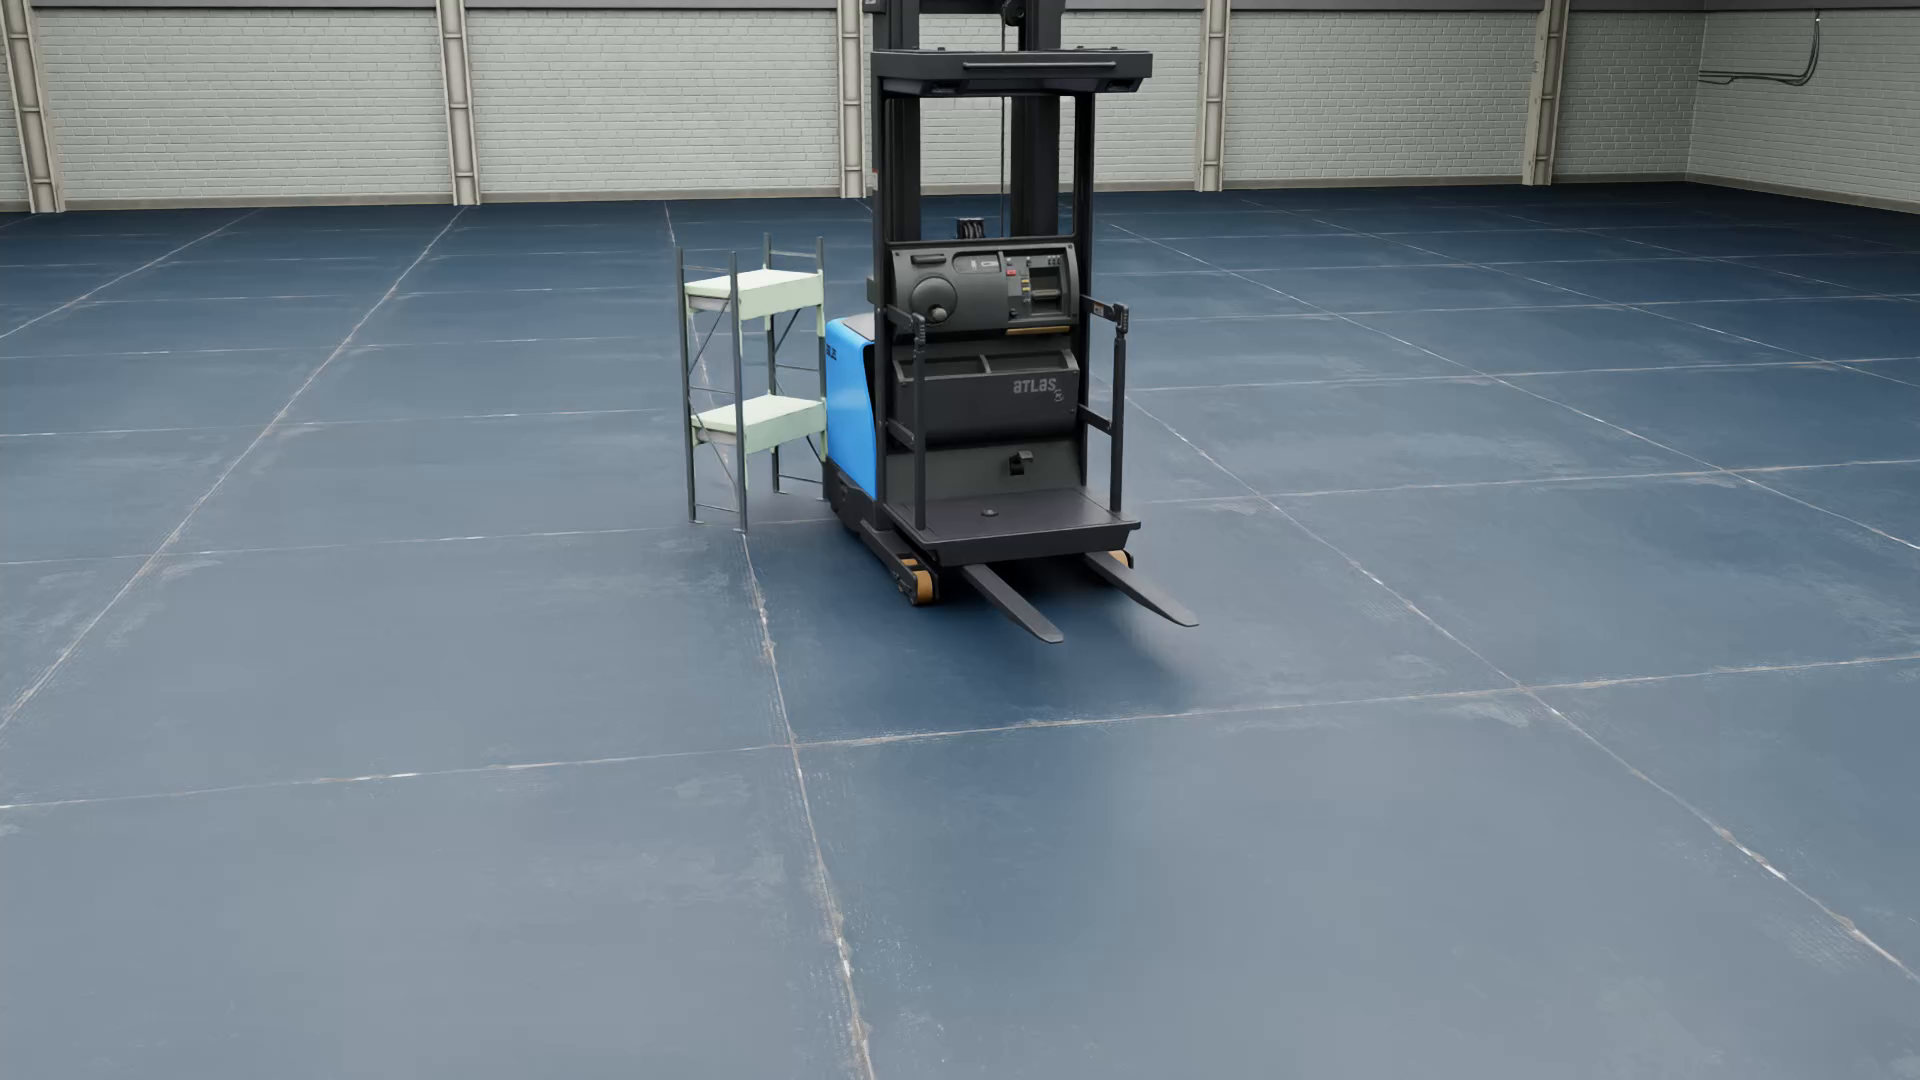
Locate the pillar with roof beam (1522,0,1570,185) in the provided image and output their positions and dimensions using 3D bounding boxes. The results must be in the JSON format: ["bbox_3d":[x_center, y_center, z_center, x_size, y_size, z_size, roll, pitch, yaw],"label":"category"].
[{"bbox_3d":[10.868,-9.265,23.651,0.400,9.000,9.100,-3,17,-10],"label":"pillar with roof beam"}]

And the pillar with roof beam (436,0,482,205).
[{"bbox_3d":[-6.805,-8.263,20.387,0.400,9.000,9.100,-3,17,-10],"label":"pillar with roof beam"}]

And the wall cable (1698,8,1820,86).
[{"bbox_3d":[13.195,-8.805,27.441,0.112,2.526,3.097,-3,17,-10],"label":"wall cable"}]

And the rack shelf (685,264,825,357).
[{"bbox_3d":[-1.119,-1.251,9.001,0.431,0.370,0.720,11,20,31],"label":"rack shelf"}]

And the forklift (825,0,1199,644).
[{"bbox_3d":[0.198,-1.227,7.816,1.130,2.935,3.031,-6,18,-18],"label":"forklift"}]

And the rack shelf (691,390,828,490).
[{"bbox_3d":[-1.118,-0.566,9.211,0.431,0.370,0.720,11,20,31],"label":"rack shelf"}]

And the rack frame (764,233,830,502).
[{"bbox_3d":[-0.922,-0.969,9.410,0.400,1.500,0.023,11,20,31],"label":"rack frame"}]

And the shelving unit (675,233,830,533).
[{"bbox_3d":[-1.119,-0.878,9.115,0.431,1.500,0.755,11,20,31],"label":"shelving unit"}]

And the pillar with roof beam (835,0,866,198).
[{"bbox_3d":[-0.914,-8.597,21.475,0.400,9.000,9.100,-3,17,-10],"label":"pillar with roof beam"}]

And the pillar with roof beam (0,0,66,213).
[{"bbox_3d":[-12.696,-7.929,19.299,0.400,9.000,9.100,-3,17,-10],"label":"pillar with roof beam"}]

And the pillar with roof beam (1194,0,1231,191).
[{"bbox_3d":[4.977,-8.931,22.563,0.400,9.000,9.100,-3,17,-10],"label":"pillar with roof beam"}]

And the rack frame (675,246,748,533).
[{"bbox_3d":[-1.316,-0.788,8.820,0.400,1.500,0.023,11,20,31],"label":"rack frame"}]
